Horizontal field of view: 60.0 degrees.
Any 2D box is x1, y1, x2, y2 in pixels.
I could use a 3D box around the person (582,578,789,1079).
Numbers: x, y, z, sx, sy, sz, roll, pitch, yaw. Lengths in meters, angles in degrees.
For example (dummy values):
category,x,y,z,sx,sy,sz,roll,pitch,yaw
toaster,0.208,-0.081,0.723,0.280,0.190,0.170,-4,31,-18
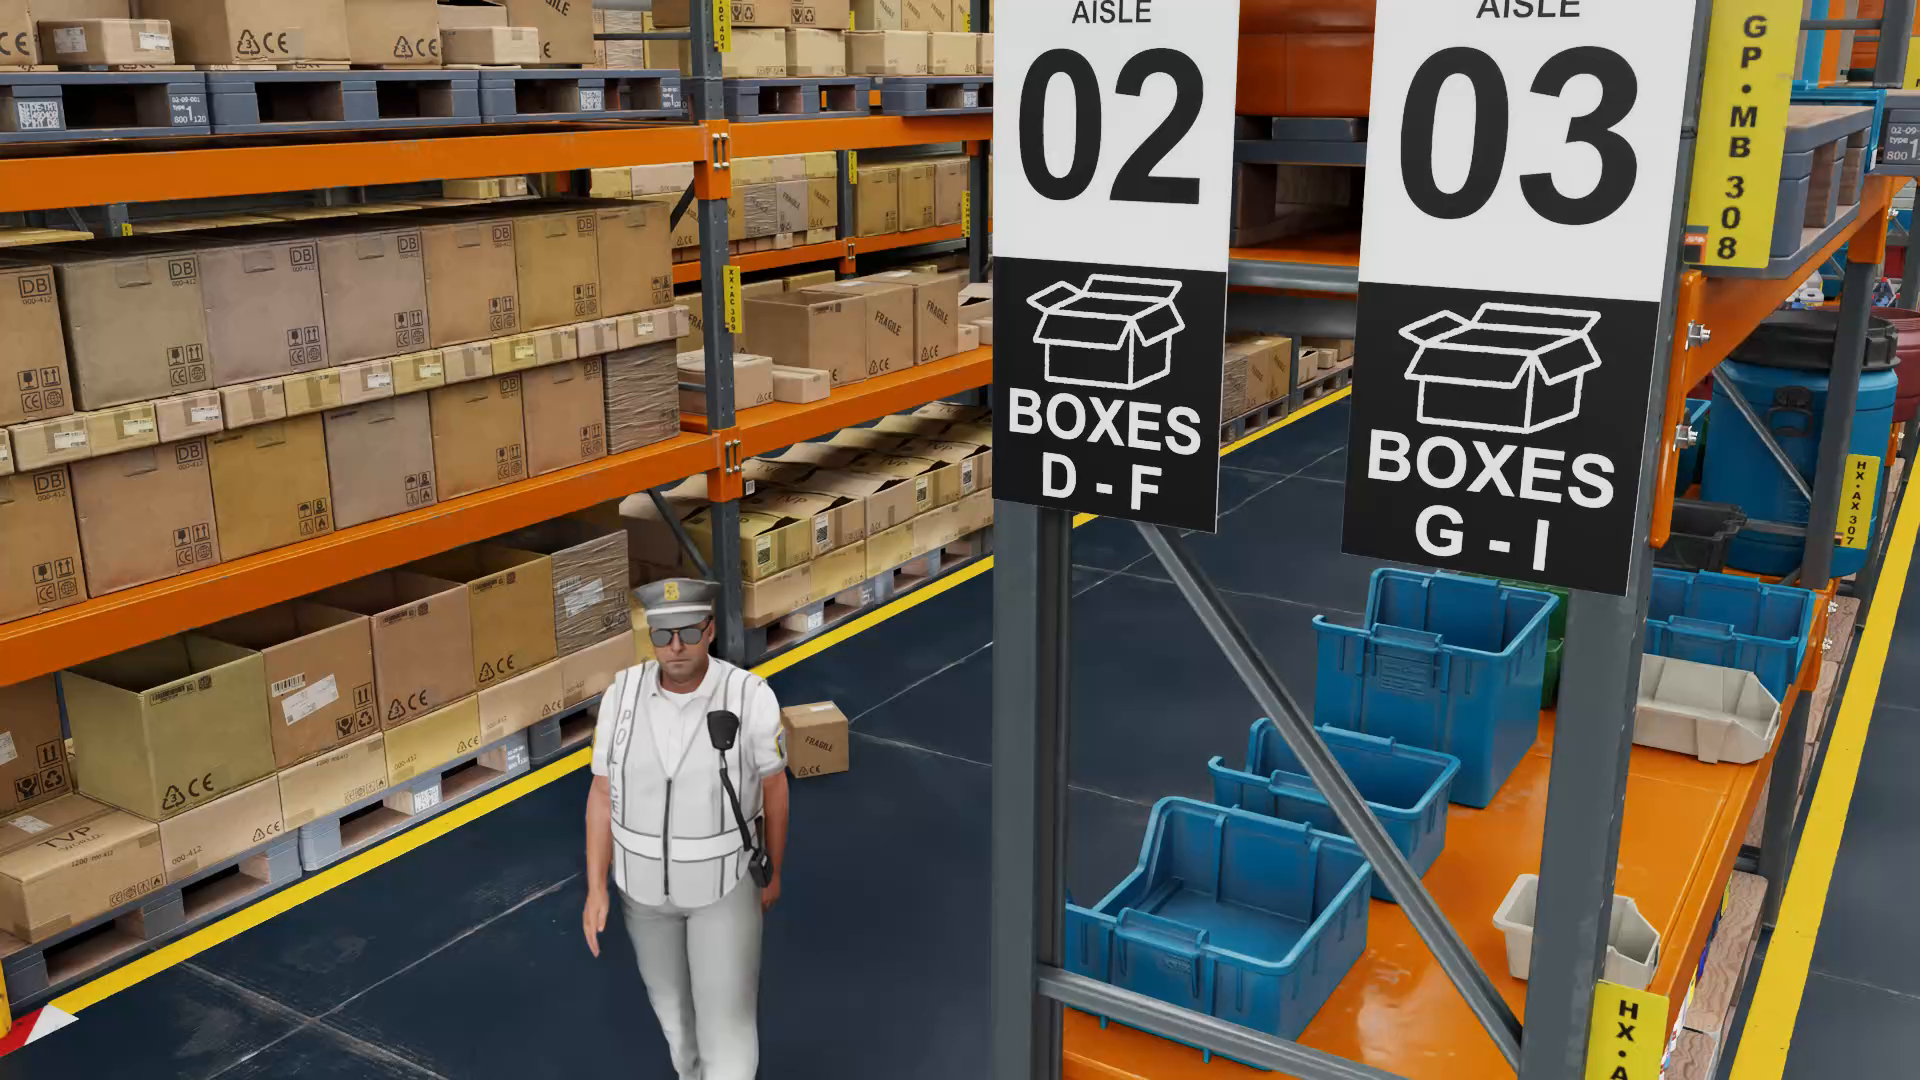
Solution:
category,x,y,z,sx,sy,sz,roll,pitch,yaw
person,-0.769,0.996,4.607,0.533,1.843,0.652,2,16,8
